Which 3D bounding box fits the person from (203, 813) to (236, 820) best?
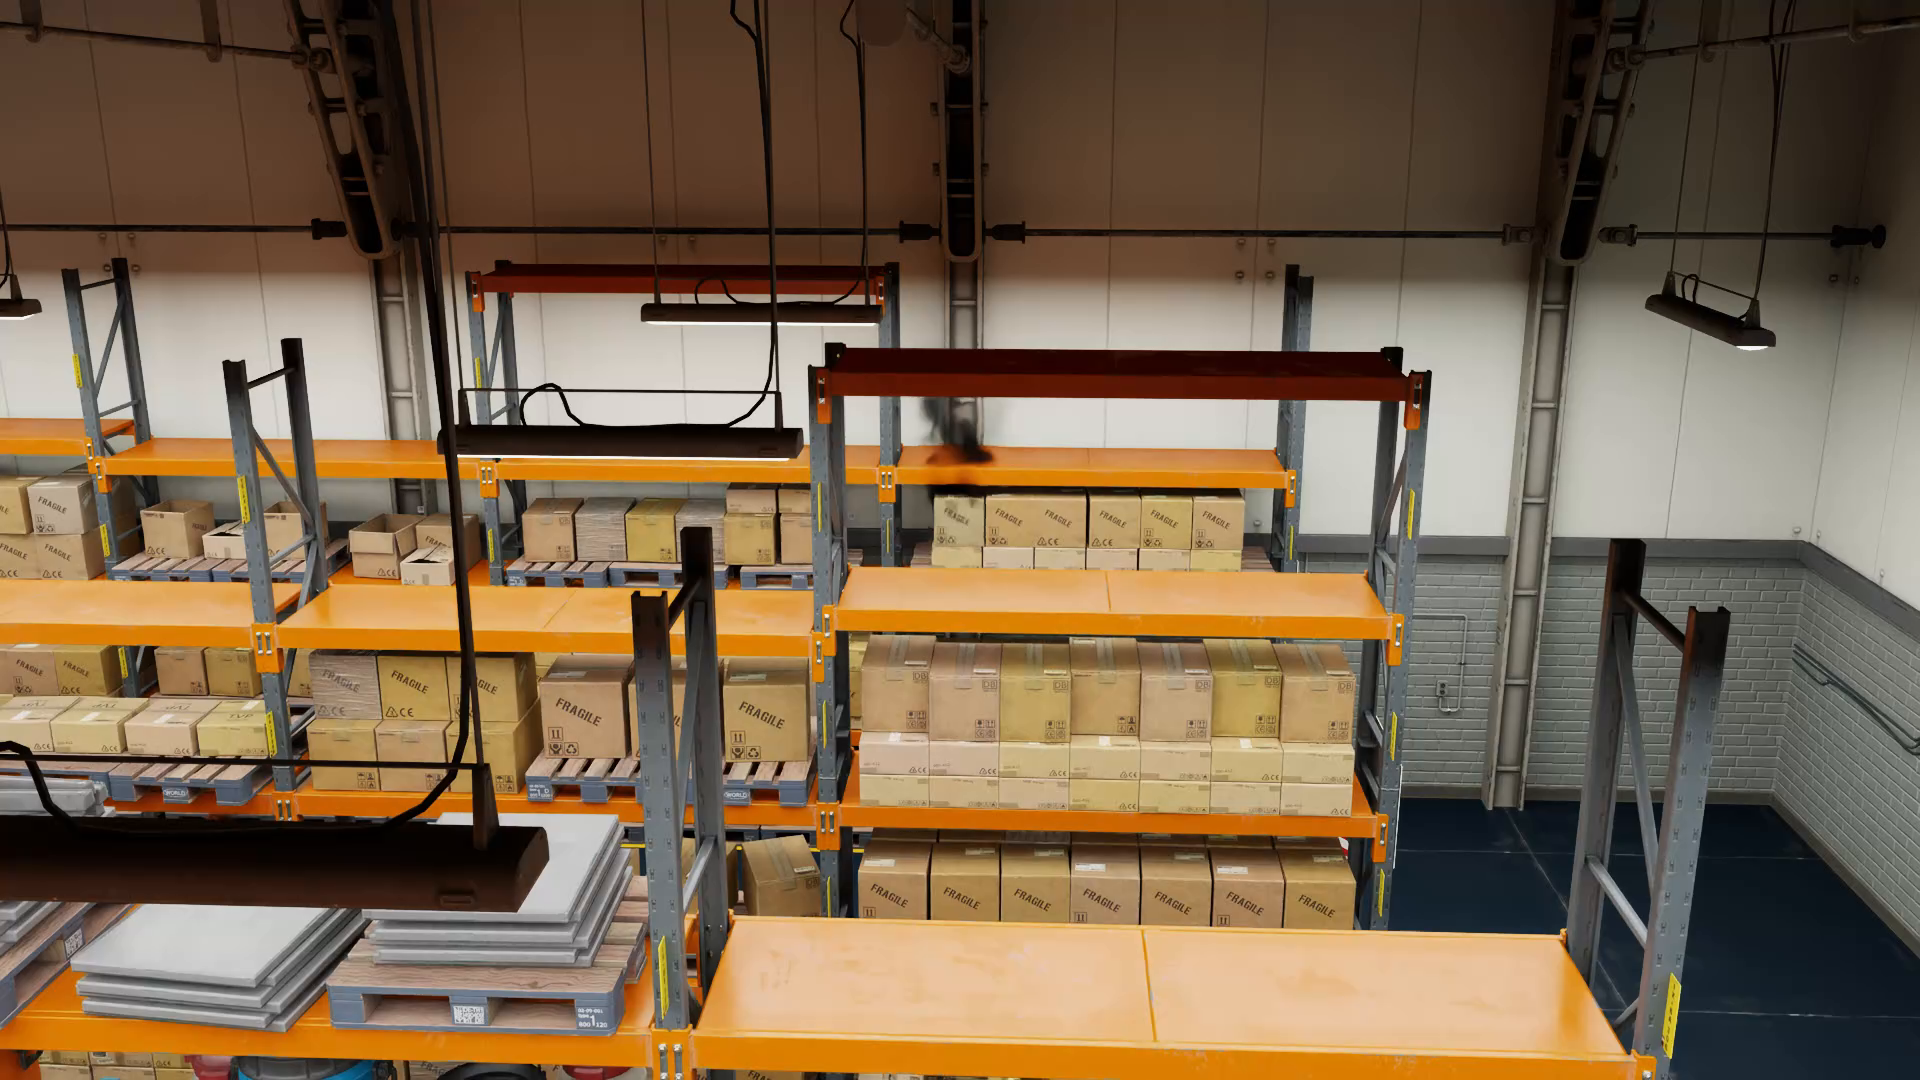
[{"bbox_3d":[-6.537,3.099,14.822,0.880,1.698,0.670,-1,16,-4],"label":"person"}]
